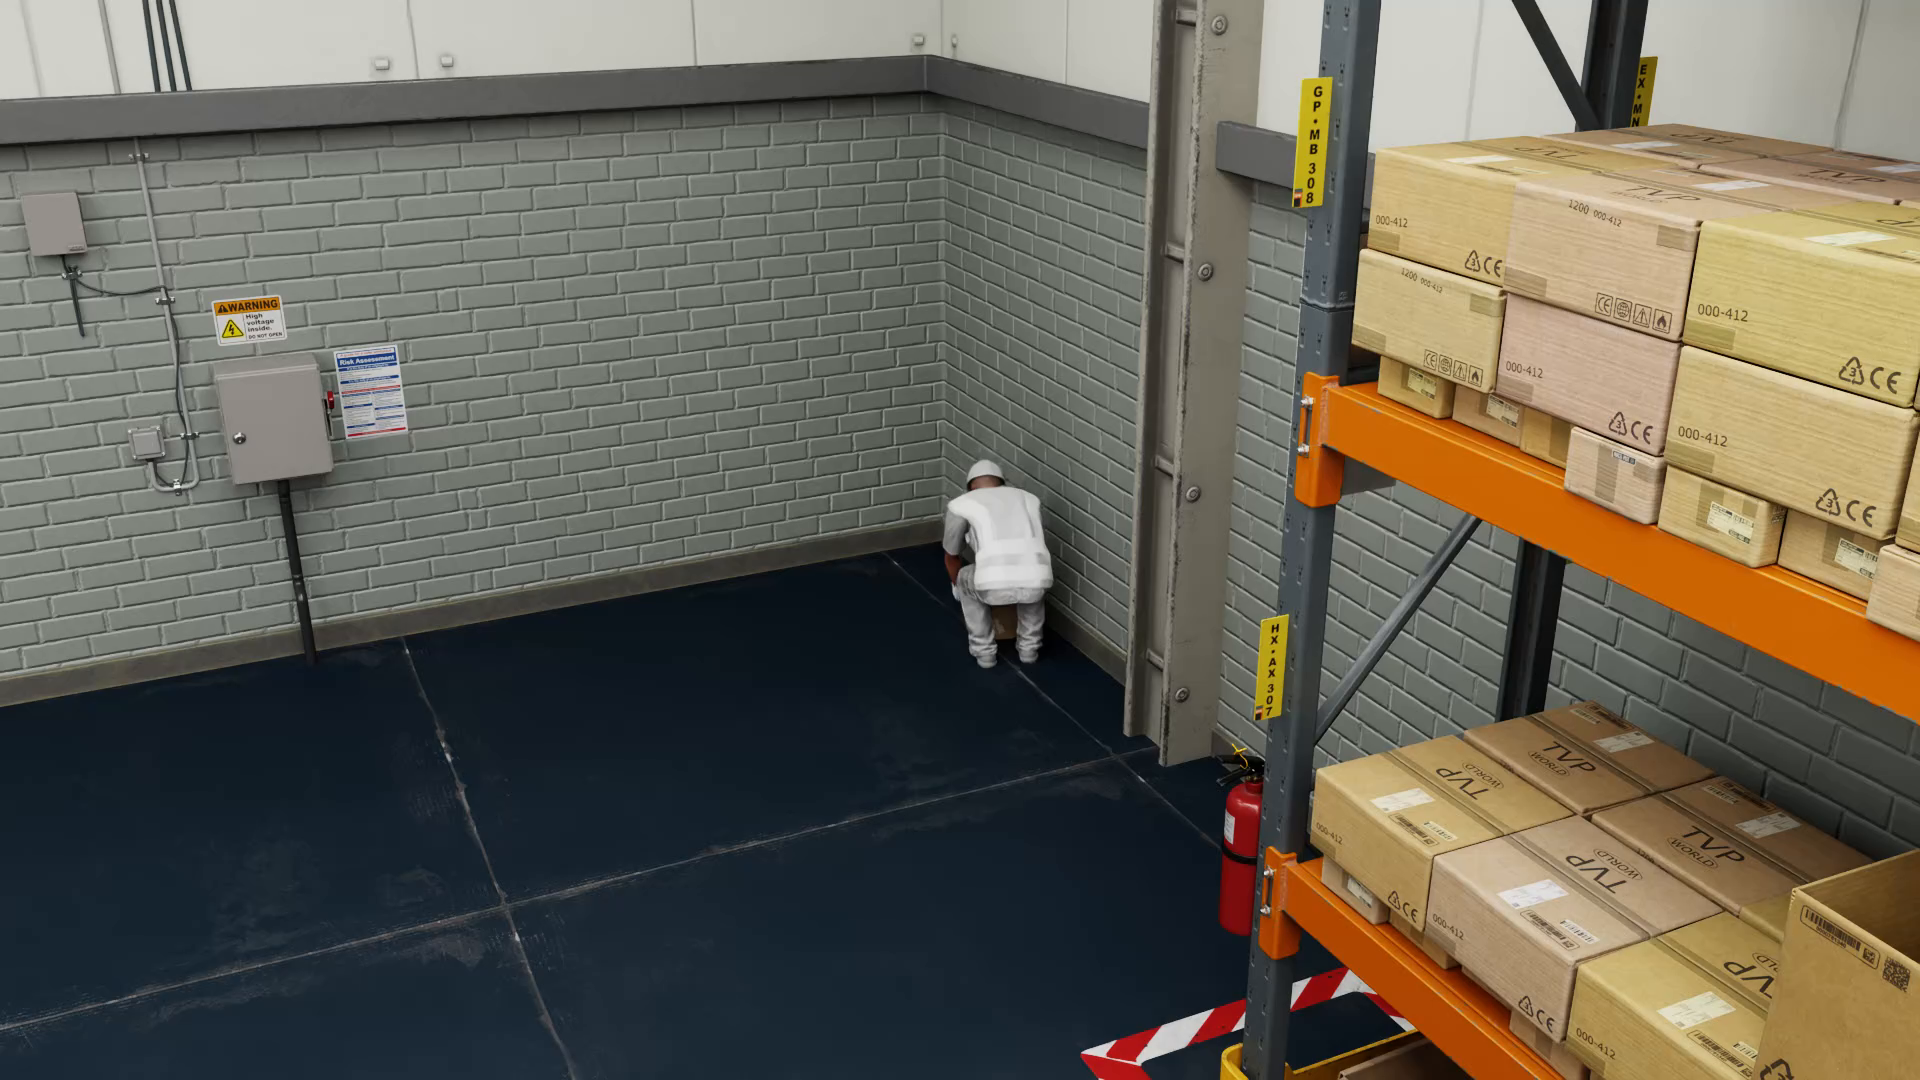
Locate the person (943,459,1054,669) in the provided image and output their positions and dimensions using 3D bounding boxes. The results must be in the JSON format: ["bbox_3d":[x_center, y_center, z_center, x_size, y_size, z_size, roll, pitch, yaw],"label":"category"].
[{"bbox_3d":[0.207,0.151,9.225,0.574,1.013,0.893,-3,22,-6],"label":"person"}]
